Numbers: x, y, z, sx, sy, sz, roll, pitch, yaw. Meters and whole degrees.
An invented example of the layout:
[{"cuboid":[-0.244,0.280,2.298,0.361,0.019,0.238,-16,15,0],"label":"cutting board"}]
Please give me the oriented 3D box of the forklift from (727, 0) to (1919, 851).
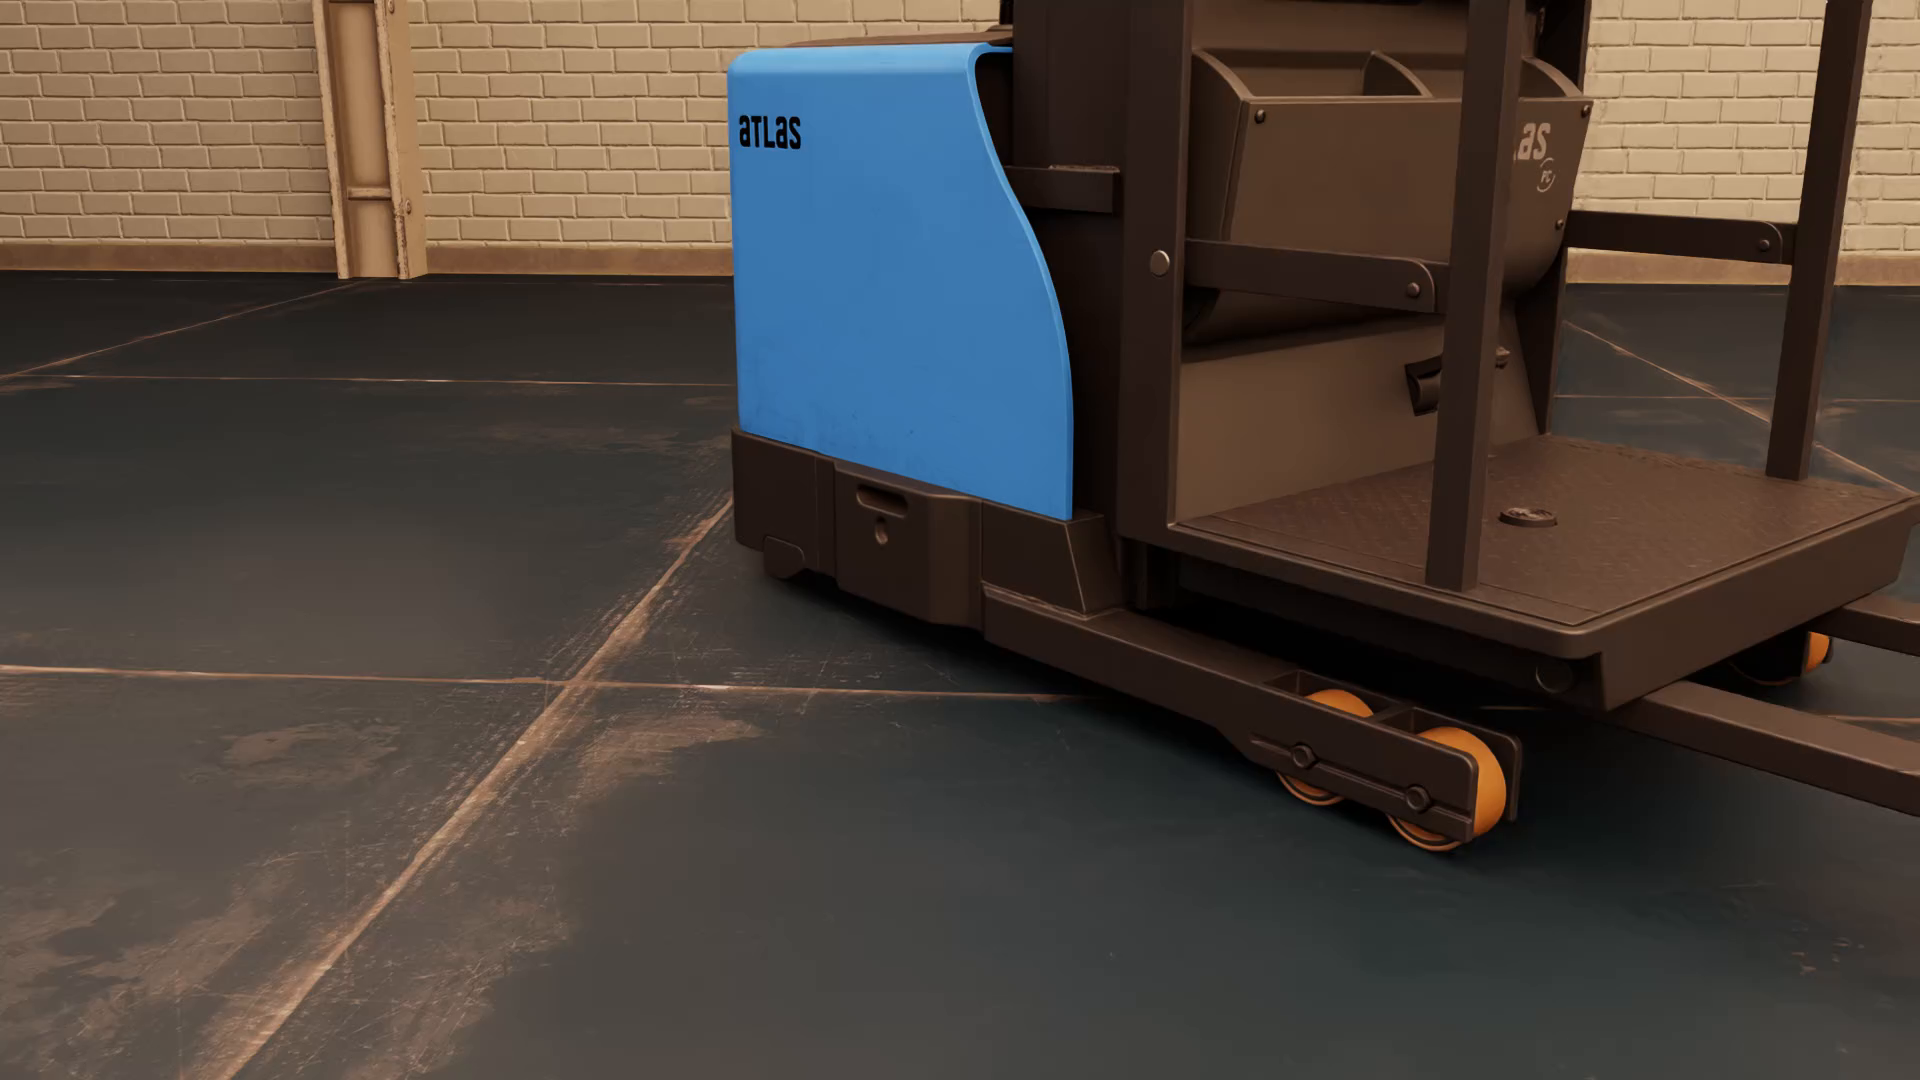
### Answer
[{"cuboid":[0.856,-1.141,2.423,1.130,2.935,3.031,-13,20,-39],"label":"forklift"}]
